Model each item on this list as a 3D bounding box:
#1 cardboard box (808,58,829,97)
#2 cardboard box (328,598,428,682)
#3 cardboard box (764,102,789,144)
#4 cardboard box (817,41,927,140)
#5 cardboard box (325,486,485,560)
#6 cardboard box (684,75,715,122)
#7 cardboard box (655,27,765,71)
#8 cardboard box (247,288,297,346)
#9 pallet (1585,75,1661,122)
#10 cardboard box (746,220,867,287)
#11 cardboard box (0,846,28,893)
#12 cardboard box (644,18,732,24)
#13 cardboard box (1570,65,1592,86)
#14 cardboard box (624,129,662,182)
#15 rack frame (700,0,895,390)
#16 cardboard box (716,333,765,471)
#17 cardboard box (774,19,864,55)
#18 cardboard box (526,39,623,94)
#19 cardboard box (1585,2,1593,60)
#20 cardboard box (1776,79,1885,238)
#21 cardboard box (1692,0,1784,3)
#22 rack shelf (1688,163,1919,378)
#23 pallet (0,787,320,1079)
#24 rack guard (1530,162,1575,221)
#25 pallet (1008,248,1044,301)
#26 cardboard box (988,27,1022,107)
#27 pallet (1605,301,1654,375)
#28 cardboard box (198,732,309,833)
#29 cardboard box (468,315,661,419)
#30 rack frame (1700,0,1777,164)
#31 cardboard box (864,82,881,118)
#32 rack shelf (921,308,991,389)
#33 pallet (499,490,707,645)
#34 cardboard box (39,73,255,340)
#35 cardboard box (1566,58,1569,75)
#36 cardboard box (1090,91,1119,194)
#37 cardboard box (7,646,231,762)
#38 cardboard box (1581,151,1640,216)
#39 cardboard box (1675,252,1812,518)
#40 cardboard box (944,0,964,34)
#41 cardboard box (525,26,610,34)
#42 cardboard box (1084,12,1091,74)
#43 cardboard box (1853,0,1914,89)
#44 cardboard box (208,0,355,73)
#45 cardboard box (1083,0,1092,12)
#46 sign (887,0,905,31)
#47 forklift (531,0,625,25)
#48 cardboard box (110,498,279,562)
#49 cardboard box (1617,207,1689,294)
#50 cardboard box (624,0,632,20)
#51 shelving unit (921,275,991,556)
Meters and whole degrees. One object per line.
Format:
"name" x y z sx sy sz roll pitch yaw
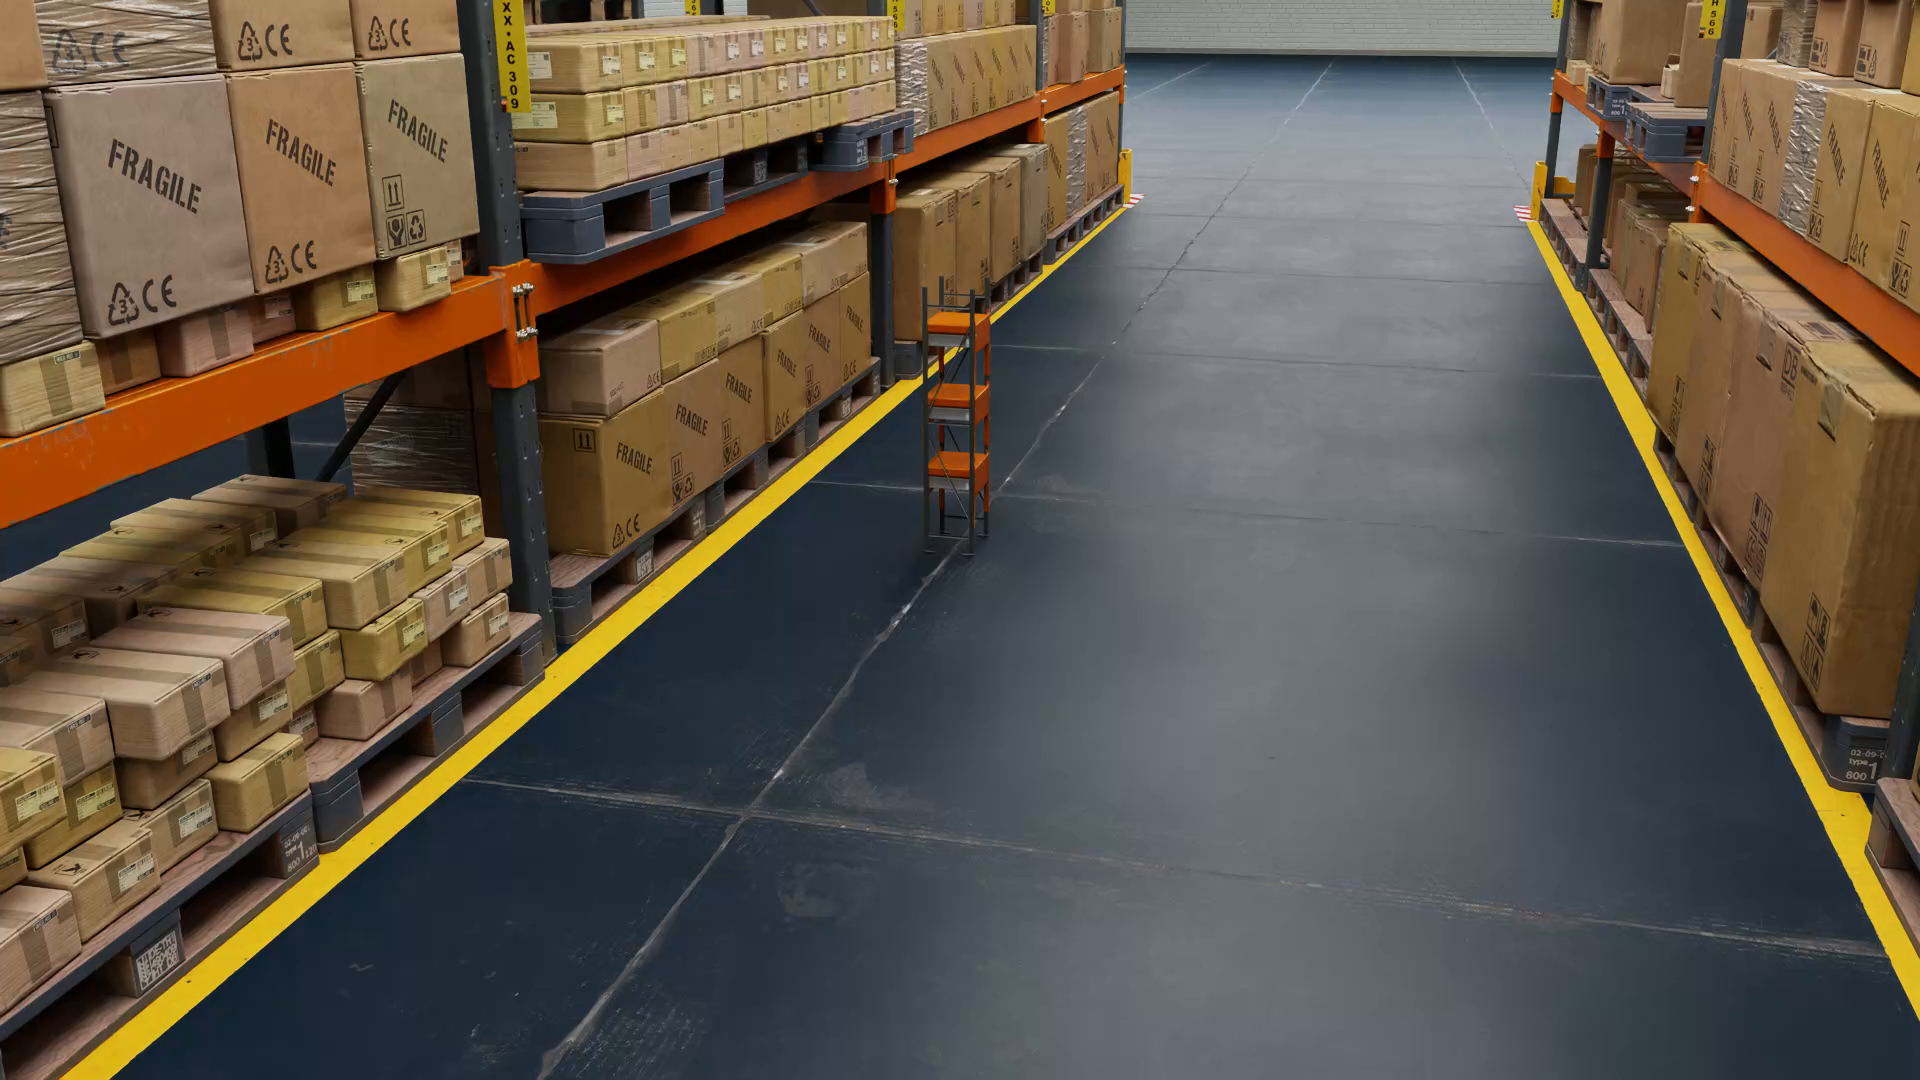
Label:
"cardboard box" -0.788 -2.005 7.196 0.380 0.149 0.250 5 19 13
"cardboard box" -1.707 0.260 4.586 0.380 0.149 0.250 4 19 11
"cardboard box" -0.916 -1.700 6.762 0.380 0.149 0.250 4 19 11
"cardboard box" -0.488 -2.465 9.109 0.500 0.500 0.500 5 19 14
"cardboard box" -1.671 -0.043 5.015 0.380 0.149 0.250 5 20 15
"cardboard box" -1.107 -1.596 5.998 0.380 0.149 0.250 4 19 11
"cardboard box" -0.979 -1.898 6.423 0.380 0.149 0.250 5 20 15
"cardboard box" -1.889 -0.574 4.115 0.380 0.149 0.250 4 19 12
"pallet" 4.575 -2.810 10.569 1.003 0.211 1.213 5 19 13
"cardboard box" -0.772 -1.434 8.302 0.500 0.250 0.500 4 19 12
"cardboard box" -2.174 0.659 3.418 0.380 0.149 0.250 6 20 16
"cardboard box" -1.287 -2.369 7.801 0.380 0.149 0.250 5 19 13
"cardboard box" 5.119 -3.730 13.357 0.380 0.149 0.250 5 19 13
"cardboard box" -1.232 -1.299 5.588 0.380 0.149 0.250 5 19 14
"rack frame" -0.859 -2.298 8.775 1.000 3.000 0.127 5 19 13
"cardboard box" -1.156 -0.602 7.027 0.500 0.500 0.500 5 19 14
"cardboard box" -0.662 -2.309 7.626 0.380 0.149 0.250 5 20 15
"cardboard box" -1.294 -1.493 5.236 0.380 0.149 0.250 6 20 16
"cardboard box" 5.714 -4.234 13.828 0.875 0.500 0.500 5 19 13
"cardboard box" 3.174 -1.312 5.733 0.500 0.500 0.500 5 19 14
"cardboard box" 4.569 -2.825 9.509 0.797 0.503 0.637 7 20 19
"rack shelf" 3.437 -0.907 5.817 1.077 0.370 4.000 5 19 13
"pallet" -2.262 0.872 3.808 1.003 0.211 1.213 5 19 13
"rack guard" 5.862 -3.175 15.211 1.175 0.500 0.348 5 19 13
"pallet" 0.003 -1.984 12.171 1.003 0.211 1.213 5 19 13
"cardboard box" 0.127 -3.256 11.425 0.500 0.500 0.500 4 19 13
"pallet" 4.418 -1.181 9.819 1.003 0.211 1.213 5 19 13
"cardboard box" -1.855 0.580 4.109 0.380 0.149 0.250 5 19 13
"cardboard box" -1.400 -0.626 5.937 0.500 0.250 0.500 4 19 11
"rack frame" 3.926 -1.875 7.536 1.000 3.000 0.127 5 19 13
"cardboard box" -0.596 -2.109 7.961 0.380 0.149 0.250 5 19 13
"rack shelf" -0.013 -0.739 6.380 0.215 0.259 0.240 5 19 13
"pallet" -1.647 0.031 6.270 1.003 0.211 1.213 5 19 13
"cardboard box" -1.931 -0.740 3.599 0.500 0.500 0.500 5 19 13
"cardboard box" 5.500 -4.116 14.486 0.380 0.149 0.250 5 19 13
"cardboard box" 0.994 -3.781 15.754 0.875 0.875 0.875 5 19 14
"cardboard box" -1.918 0.371 3.801 0.380 0.149 0.250 4 19 11
"cardboard box" 5.599 -3.014 14.087 0.500 0.500 0.500 10 21 28
"cardboard box" 3.512 -0.575 6.366 1.225 0.875 0.875 5 19 14
"cardboard box" -0.370 -3.438 10.412 0.700 0.500 0.500 4 19 13
"cardboard box" -1.608 -1.955 6.590 0.380 0.149 0.250 4 19 11
"cardboard box" 0.677 -4.417 14.746 0.875 0.550 0.550 5 19 13
"cardboard box" 3.412 -1.754 5.476 0.797 0.503 0.637 5 20 15
"cardboard box" -1.810 -1.374 3.909 0.500 0.500 0.500 4 19 12
"cardboard box" 0.651 -4.753 14.061 0.875 0.550 0.500 5 19 13
"sign" -0.330 -2.769 8.484 0.100 0.325 0.005 5 19 13
"forklift" -2.291 -2.505 9.486 1.130 2.935 3.031 5 19 14
"cardboard box" -2.246 -0.002 4.894 0.380 0.149 0.250 6 20 16
"cardboard box" 4.598 -1.815 10.547 0.700 0.500 0.500 5 19 13
"cardboard box" -3.595 -5.161 16.542 0.500 0.500 0.500 4 19 12
"shelving unit" -0.013 -0.480 6.469 0.215 1.050 0.252 5 19 13
